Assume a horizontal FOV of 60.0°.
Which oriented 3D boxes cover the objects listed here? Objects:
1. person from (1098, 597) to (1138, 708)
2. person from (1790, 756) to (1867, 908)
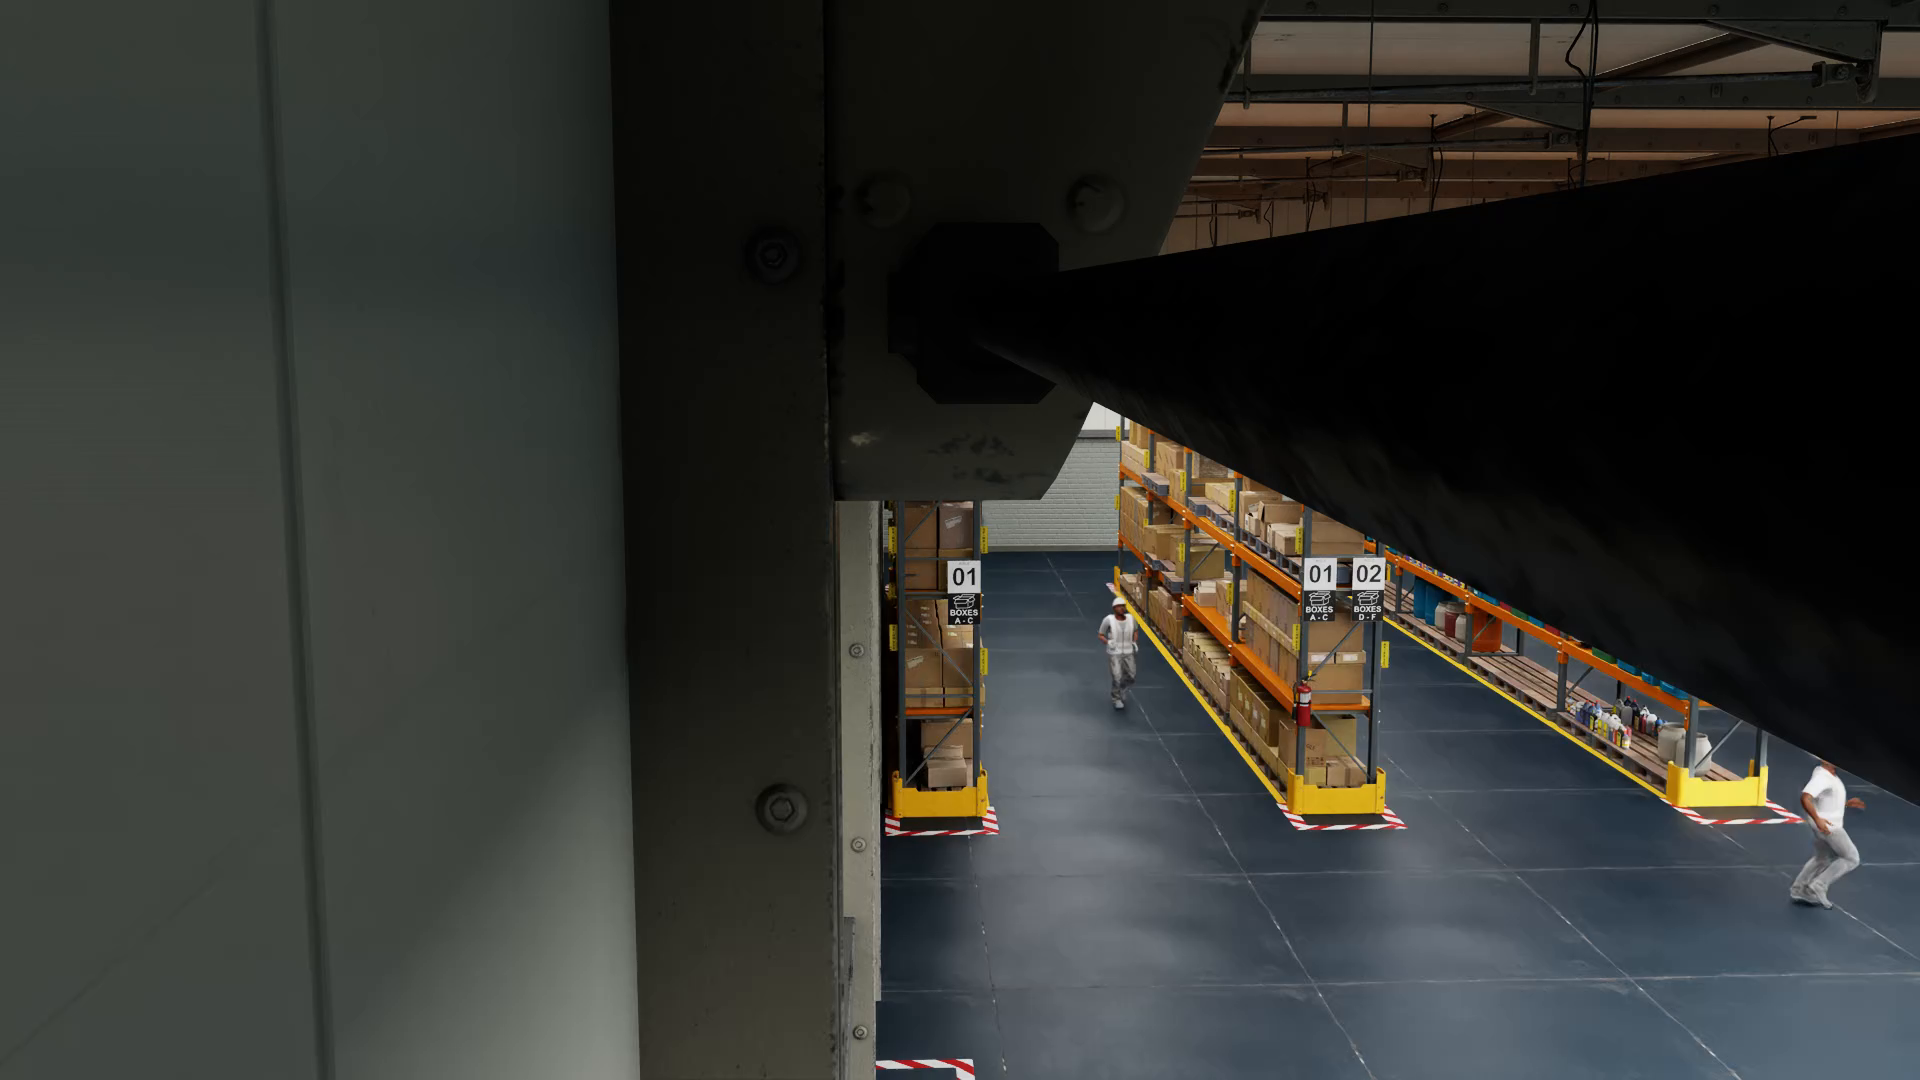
[{"bbox_3d":[2.497,1.758,25.852,0.675,1.735,0.608,-2,8,-13],"label":"person"},{"bbox_3d":[9.085,2.973,17.351,0.668,1.734,0.683,3,9,21],"label":"person"}]
